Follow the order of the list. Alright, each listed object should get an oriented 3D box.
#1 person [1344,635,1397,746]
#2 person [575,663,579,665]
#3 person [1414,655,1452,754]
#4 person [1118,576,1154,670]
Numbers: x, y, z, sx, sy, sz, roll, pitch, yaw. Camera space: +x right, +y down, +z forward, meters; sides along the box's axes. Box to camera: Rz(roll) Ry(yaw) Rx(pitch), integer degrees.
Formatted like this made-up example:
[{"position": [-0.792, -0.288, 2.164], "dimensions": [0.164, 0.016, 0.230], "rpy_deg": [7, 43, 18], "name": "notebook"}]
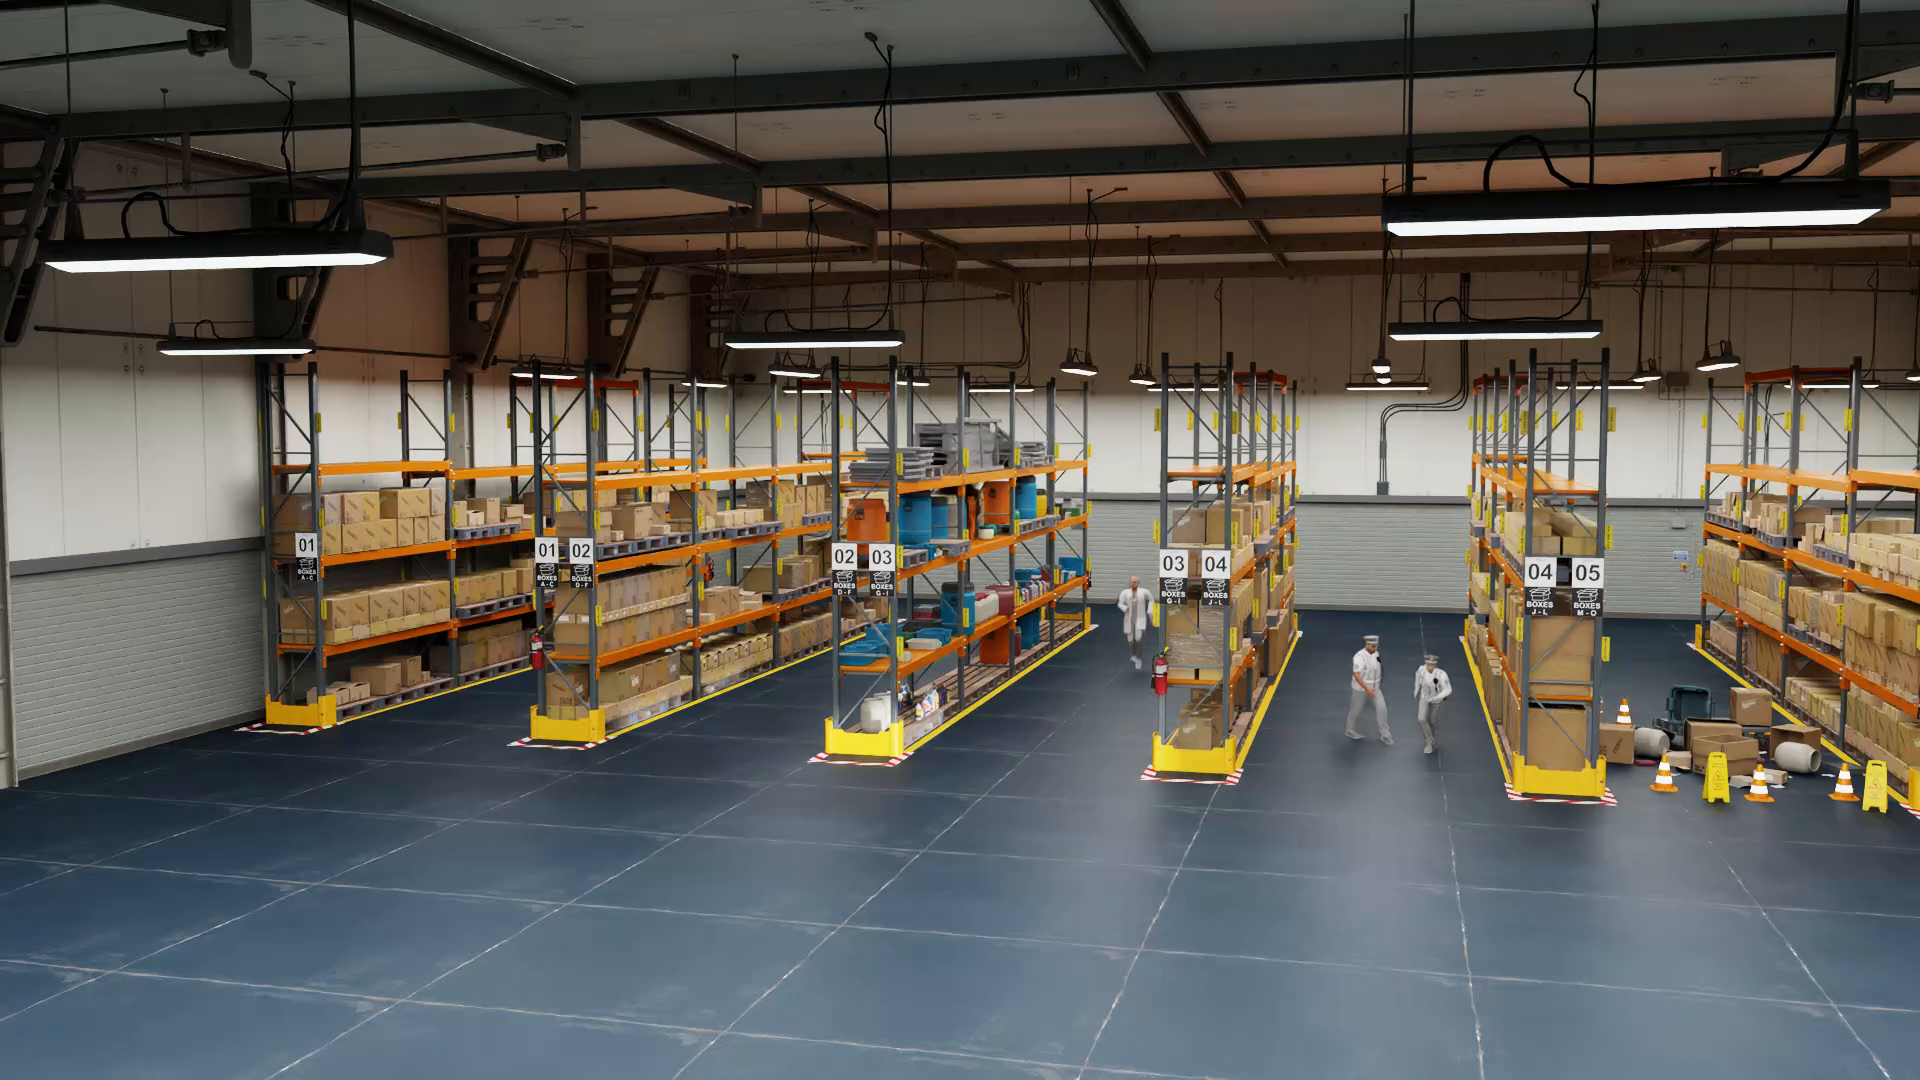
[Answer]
[{"position": [6.369, 2.355, 26.030], "dimensions": [0.642, 1.771, 0.887], "rpy_deg": [-2, 4, -22], "name": "person"}, {"position": [-7.301, 1.922, 32.214], "dimensions": [0.682, 1.723, 0.826], "rpy_deg": [-3, 5, -32], "name": "person"}, {"position": [7.215, 2.454, 25.338], "dimensions": [0.610, 1.508, 0.978], "rpy_deg": [2, 4, 26], "name": "person"}, {"position": [3.452, 1.630, 32.747], "dimensions": [0.683, 1.837, 0.846], "rpy_deg": [1, 4, 14], "name": "person"}]
